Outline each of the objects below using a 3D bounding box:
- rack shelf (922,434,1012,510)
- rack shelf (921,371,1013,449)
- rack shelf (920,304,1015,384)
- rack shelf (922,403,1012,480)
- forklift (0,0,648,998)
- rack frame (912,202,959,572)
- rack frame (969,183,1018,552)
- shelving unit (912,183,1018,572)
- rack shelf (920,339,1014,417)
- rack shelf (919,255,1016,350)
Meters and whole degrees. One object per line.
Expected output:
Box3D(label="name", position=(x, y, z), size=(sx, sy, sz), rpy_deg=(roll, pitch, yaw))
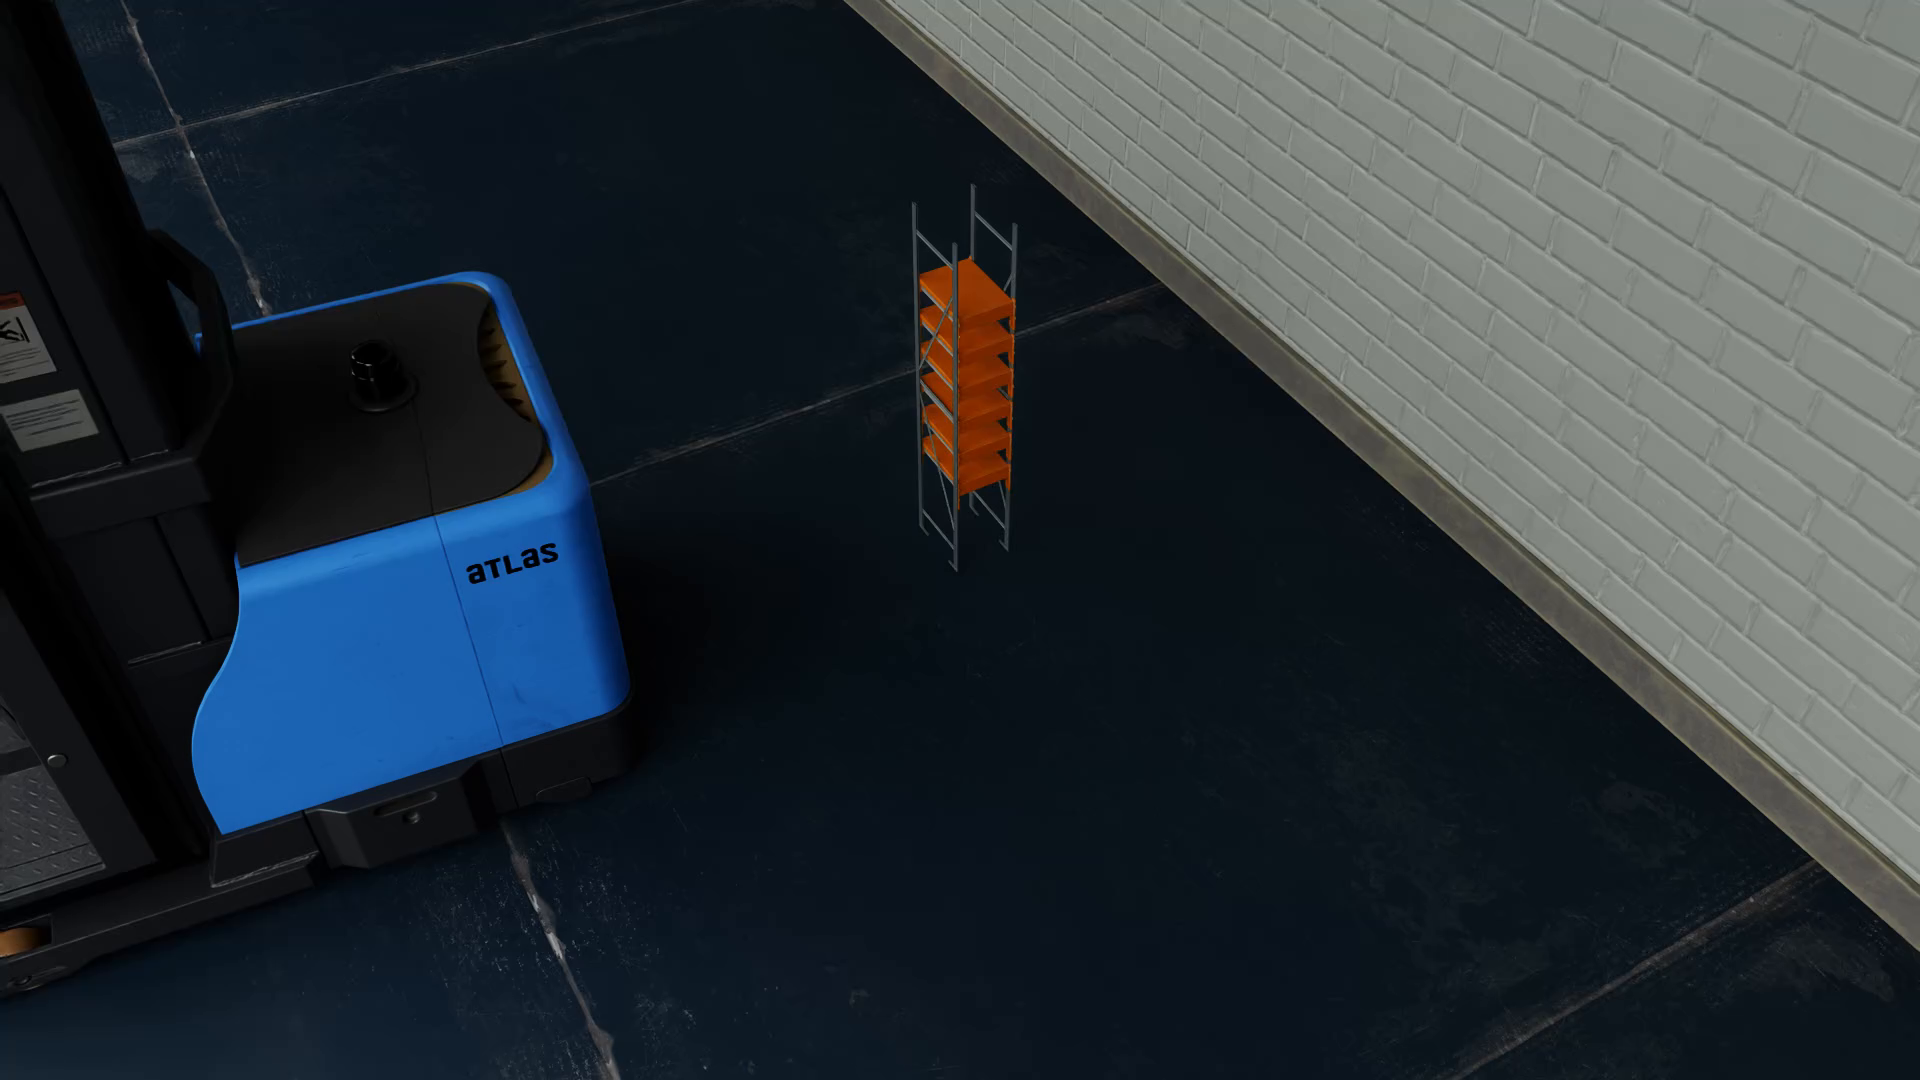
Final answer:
Box3D(label="rack shelf", position=(0.013, -0.231, 5.035), size=(0.180, 0.103, 0.258), rpy_deg=(-22, 48, -21))
Box3D(label="rack shelf", position=(0.013, -0.404, 4.868), size=(0.180, 0.103, 0.258), rpy_deg=(-22, 48, -21))
Box3D(label="rack shelf", position=(0.013, -0.576, 4.701), size=(0.180, 0.103, 0.258), rpy_deg=(-22, 48, -21))
Box3D(label="rack shelf", position=(0.013, -0.318, 4.952), size=(0.180, 0.103, 0.258), rpy_deg=(-22, 48, -21))
Box3D(label="forklift", position=(-2.422, -0.308, 3.462), size=(3.031, 2.935, 1.130), rpy_deg=(-17, 47, -17))
Box3D(label="rack frame", position=(-0.067, -0.404, 4.805), size=(0.006, 1.200, 0.240), rpy_deg=(-22, 48, -21))
Box3D(label="rack frame", position=(0.092, -0.467, 4.870), size=(0.006, 1.200, 0.240), rpy_deg=(-22, 48, -21))
Box3D(label="shelving unit", position=(0.013, -0.436, 4.837), size=(0.189, 1.200, 0.258), rpy_deg=(-22, 48, -21))
Box3D(label="rack shelf", position=(0.013, -0.490, 4.785), size=(0.180, 0.103, 0.258), rpy_deg=(-22, 48, -21))
Box3D(label="rack shelf", position=(0.013, -0.662, 4.618), size=(0.180, 0.103, 0.258), rpy_deg=(-22, 48, -21))
